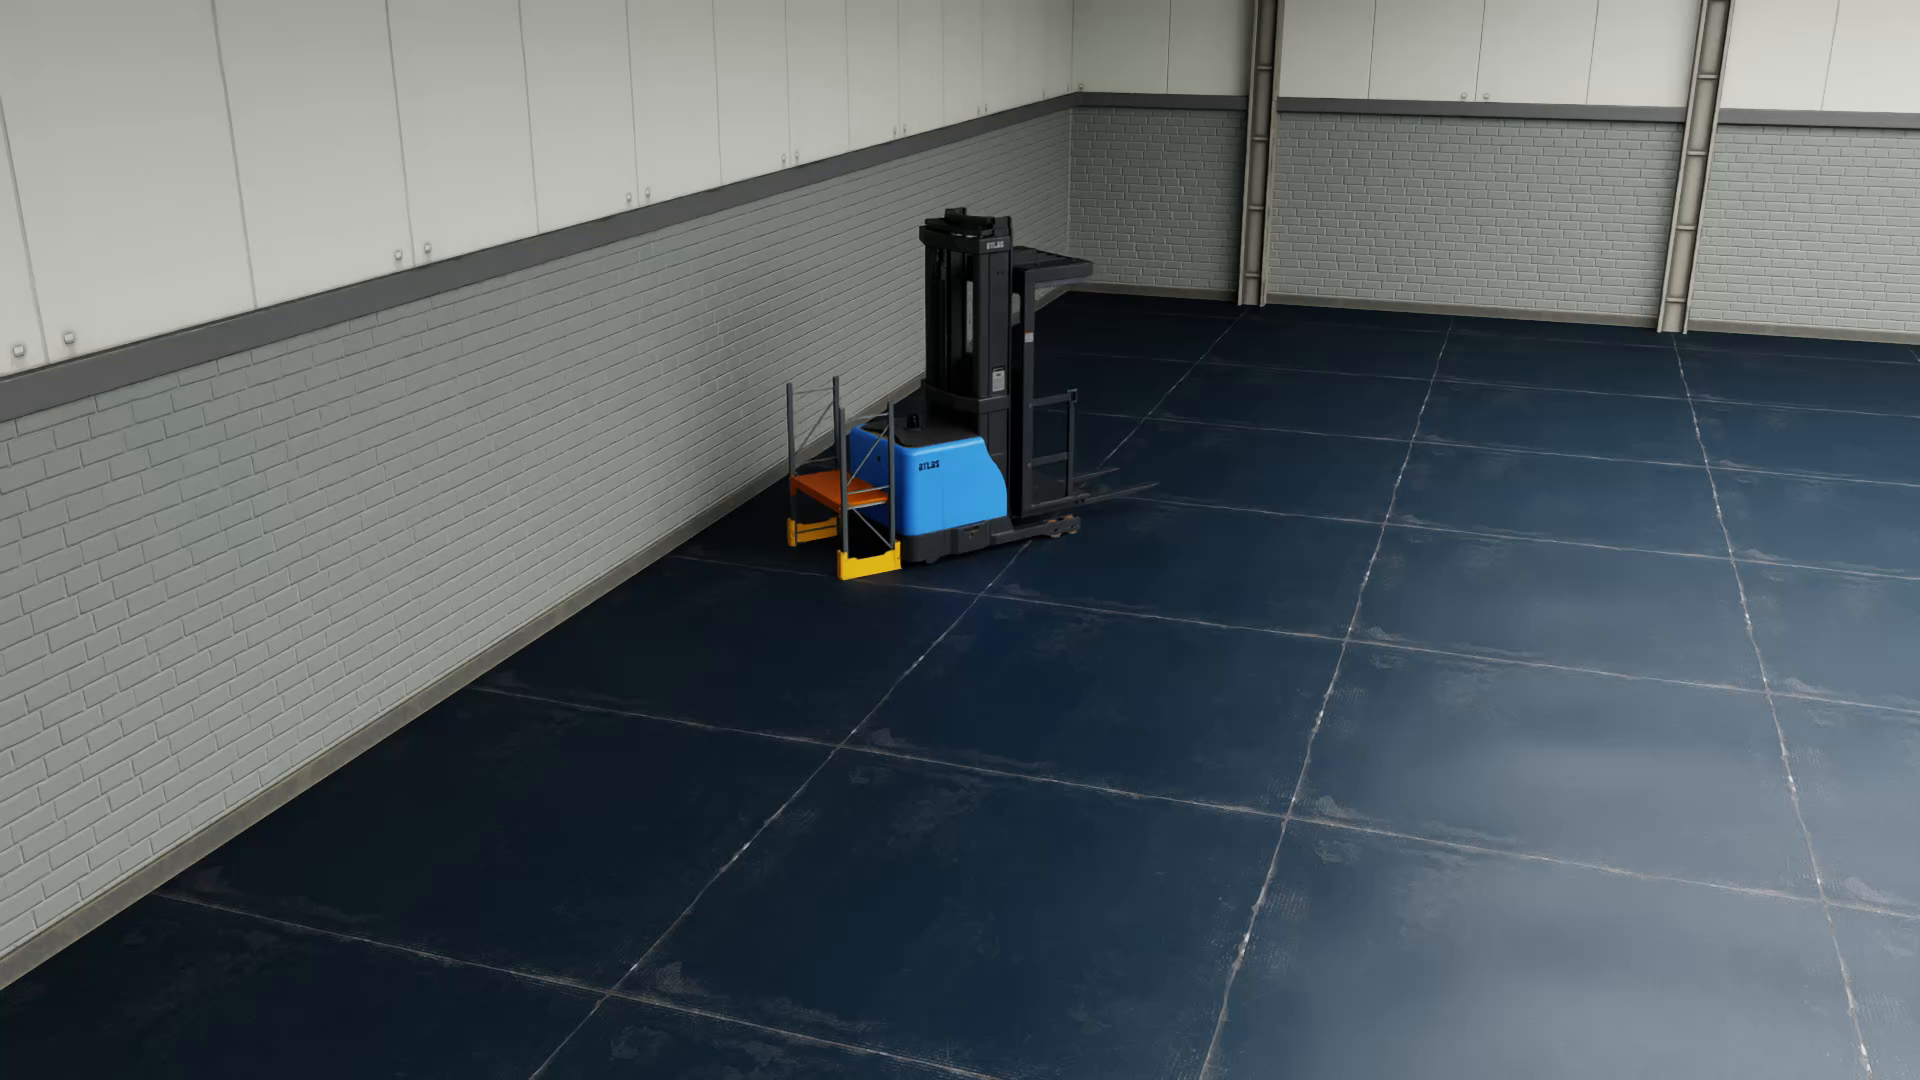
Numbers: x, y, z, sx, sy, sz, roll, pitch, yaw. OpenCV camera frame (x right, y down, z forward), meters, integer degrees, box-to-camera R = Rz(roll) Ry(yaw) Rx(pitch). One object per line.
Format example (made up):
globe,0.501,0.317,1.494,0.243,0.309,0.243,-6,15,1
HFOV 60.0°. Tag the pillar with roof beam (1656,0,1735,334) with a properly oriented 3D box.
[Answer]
pillar with roof beam,8.755,-5.903,18.454,0.400,9.000,9.100,7,20,18

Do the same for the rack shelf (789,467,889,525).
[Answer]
rack shelf,-1.042,-0.394,14.590,0.538,0.185,1.000,-11,22,-29

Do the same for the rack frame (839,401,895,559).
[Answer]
rack frame,-0.782,-0.421,14.118,0.500,1.500,0.032,-11,22,-29

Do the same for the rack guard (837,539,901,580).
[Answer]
rack guard,-0.782,0.169,14.325,0.587,0.250,0.087,-11,22,-29

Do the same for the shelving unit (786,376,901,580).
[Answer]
shelving unit,-1.037,-0.562,14.523,0.587,1.500,1.083,-11,22,-29

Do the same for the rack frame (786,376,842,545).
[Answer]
rack frame,-1.302,-0.708,14.943,0.500,1.500,0.032,-11,22,-29

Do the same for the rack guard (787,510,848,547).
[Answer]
rack guard,-1.292,-0.112,15.133,0.587,0.250,0.087,-11,22,-29

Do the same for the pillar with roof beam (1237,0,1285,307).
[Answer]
pillar with roof beam,3.087,-6.551,20.313,0.400,9.000,9.100,7,20,18

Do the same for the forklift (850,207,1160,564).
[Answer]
forklift,0.503,-1.533,15.135,3.031,2.935,1.130,-13,23,-32
